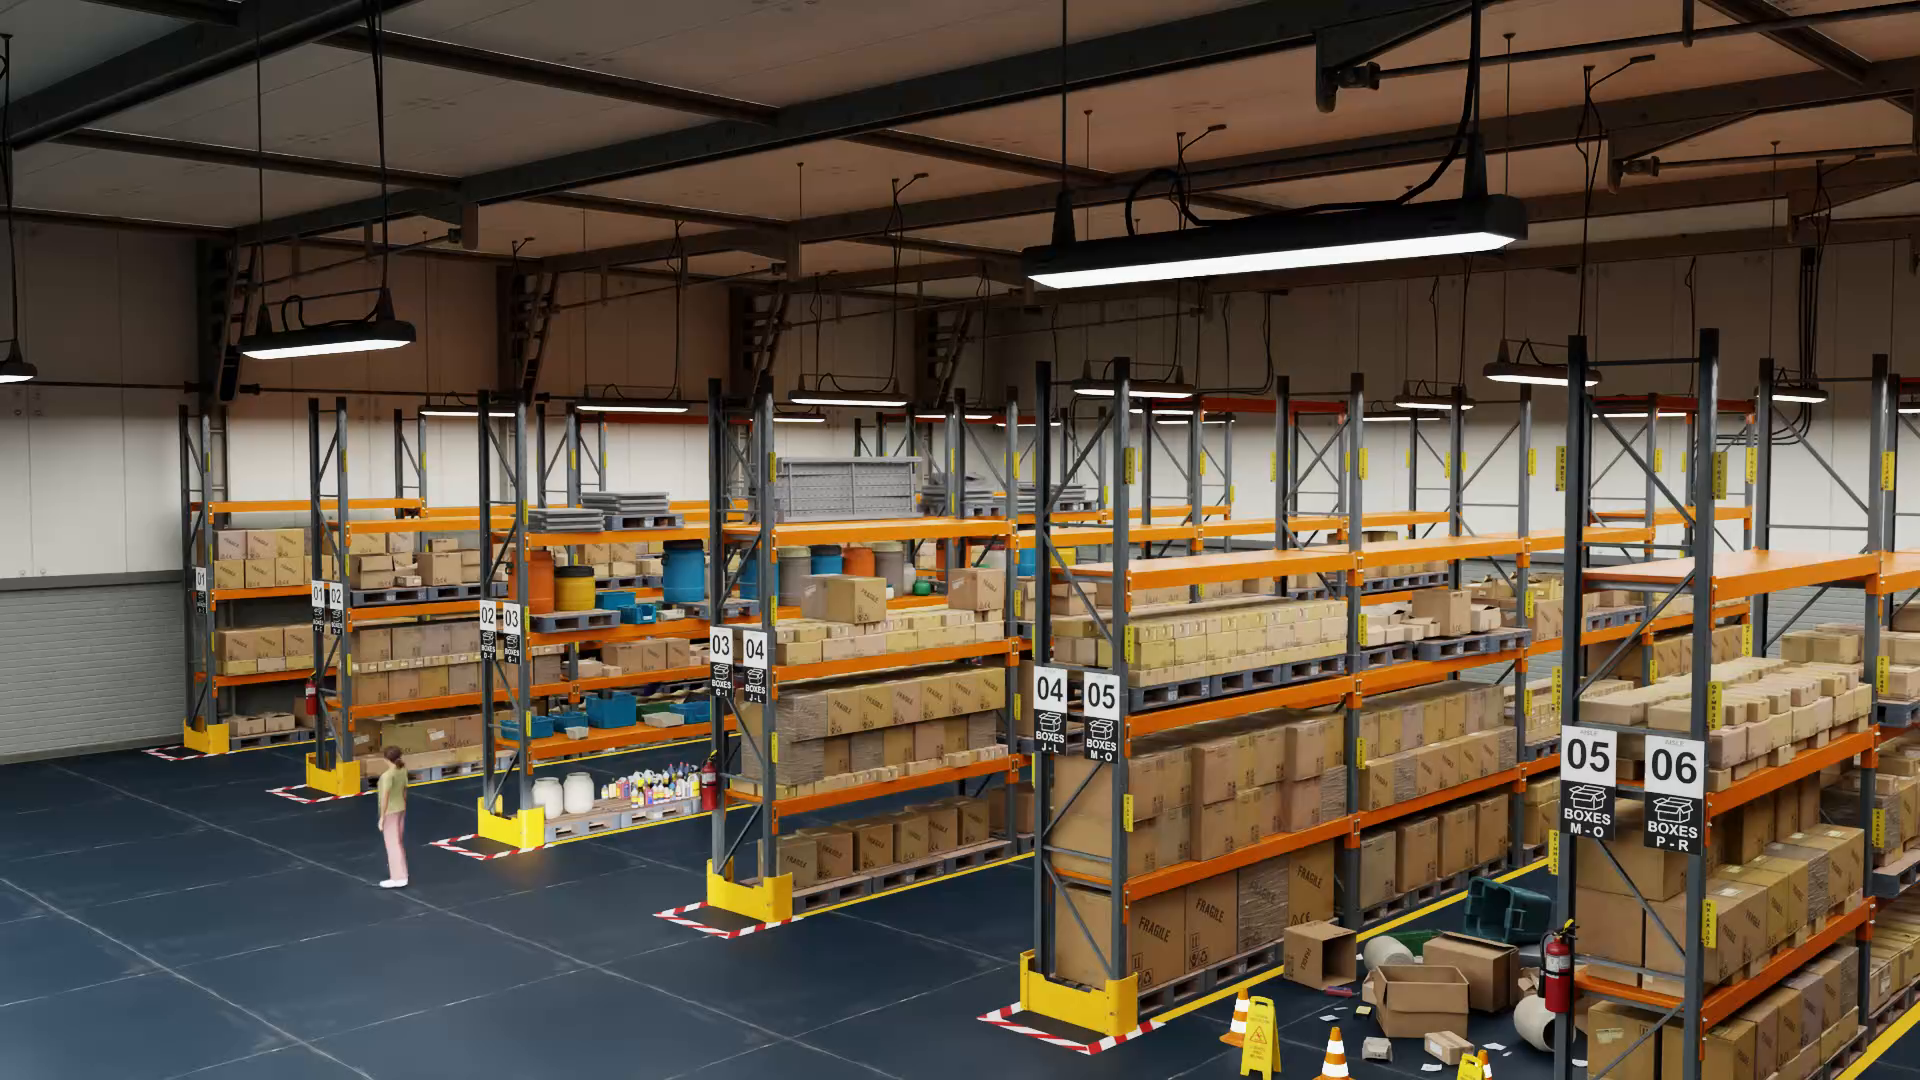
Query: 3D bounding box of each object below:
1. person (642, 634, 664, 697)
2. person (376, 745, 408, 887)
[{"bbox_3d":[-6.238,2.566,33.710,0.454,1.633,0.492,0,3,-5],"label":"person"},{"bbox_3d":[-6.743,3.295,19.776,0.362,1.708,0.554,0,3,8],"label":"person"}]
